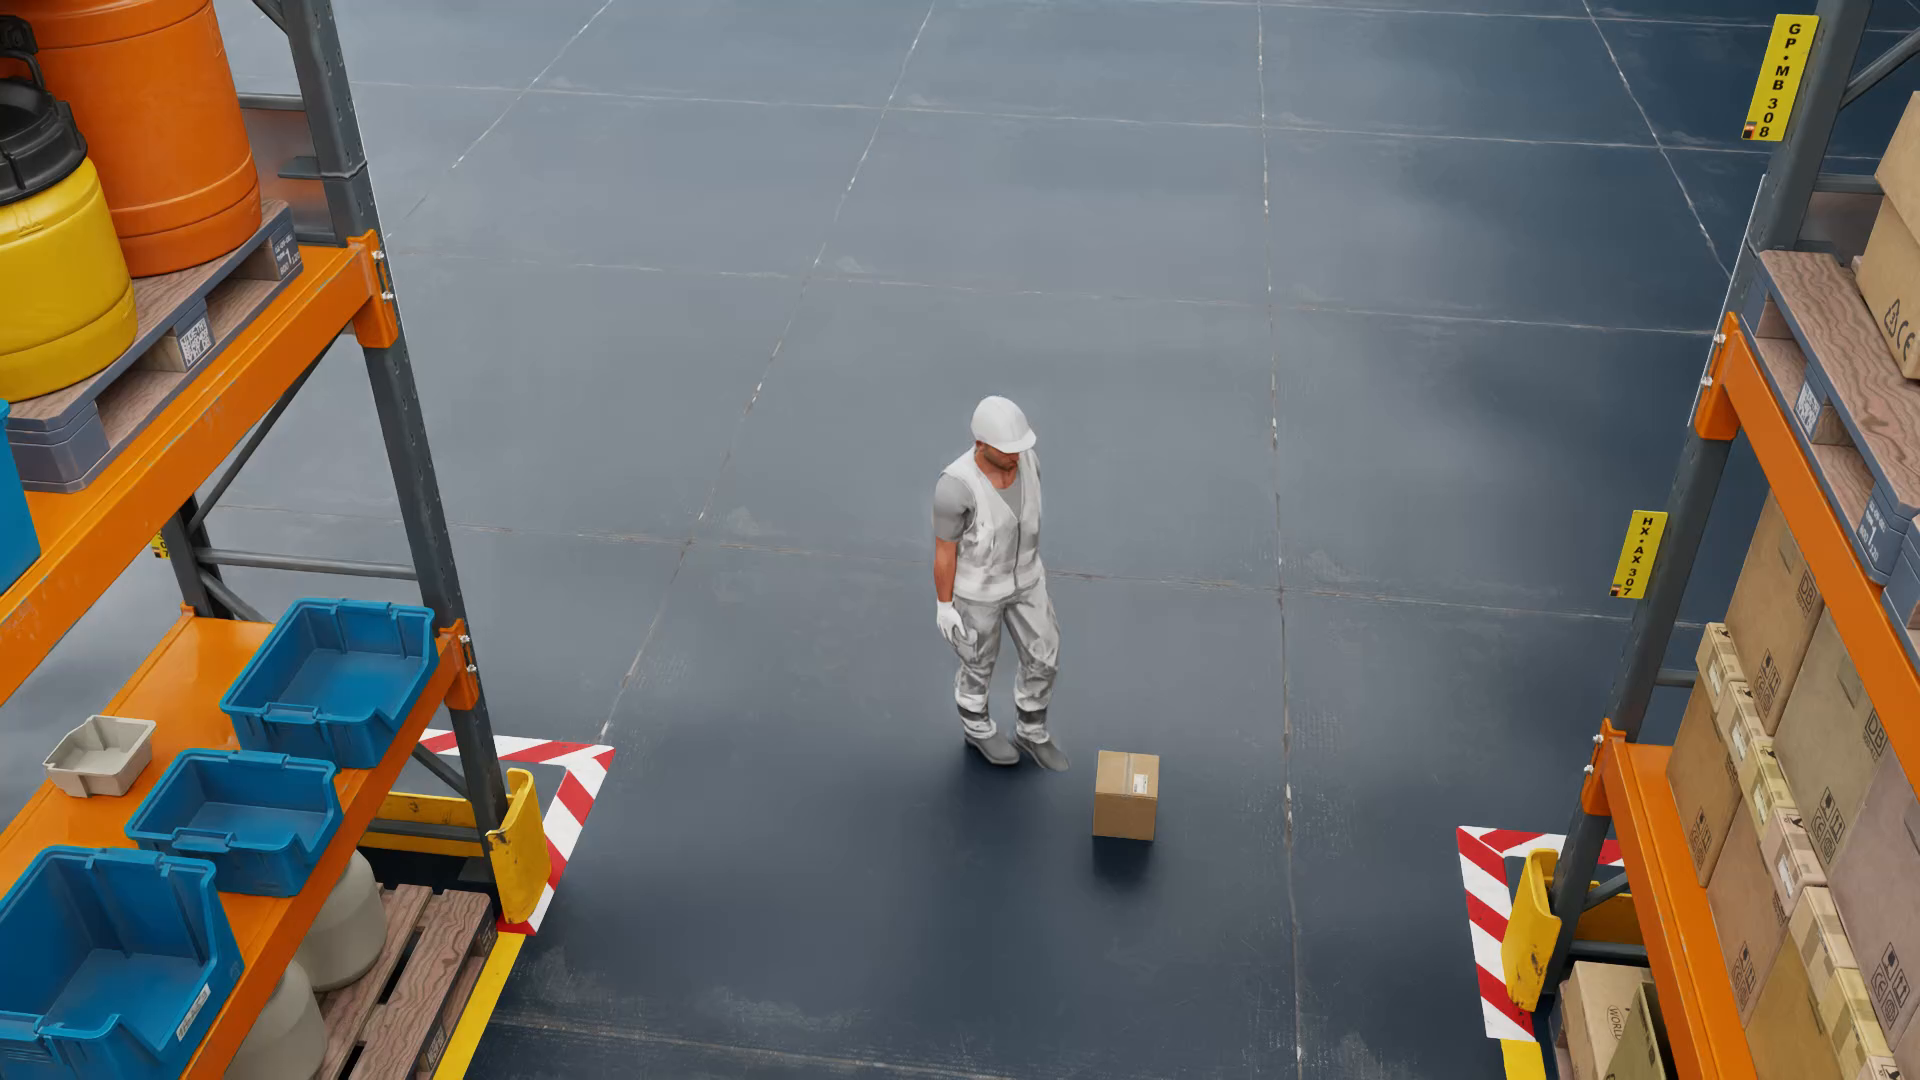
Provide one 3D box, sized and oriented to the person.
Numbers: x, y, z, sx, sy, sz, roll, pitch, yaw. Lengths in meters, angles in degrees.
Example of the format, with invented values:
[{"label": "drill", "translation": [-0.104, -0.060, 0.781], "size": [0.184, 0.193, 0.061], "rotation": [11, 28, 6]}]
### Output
[{"label": "person", "translation": [0.173, 0.238, 6.714], "size": [0.571, 1.831, 0.471], "rotation": [-23, 42, -29]}]
